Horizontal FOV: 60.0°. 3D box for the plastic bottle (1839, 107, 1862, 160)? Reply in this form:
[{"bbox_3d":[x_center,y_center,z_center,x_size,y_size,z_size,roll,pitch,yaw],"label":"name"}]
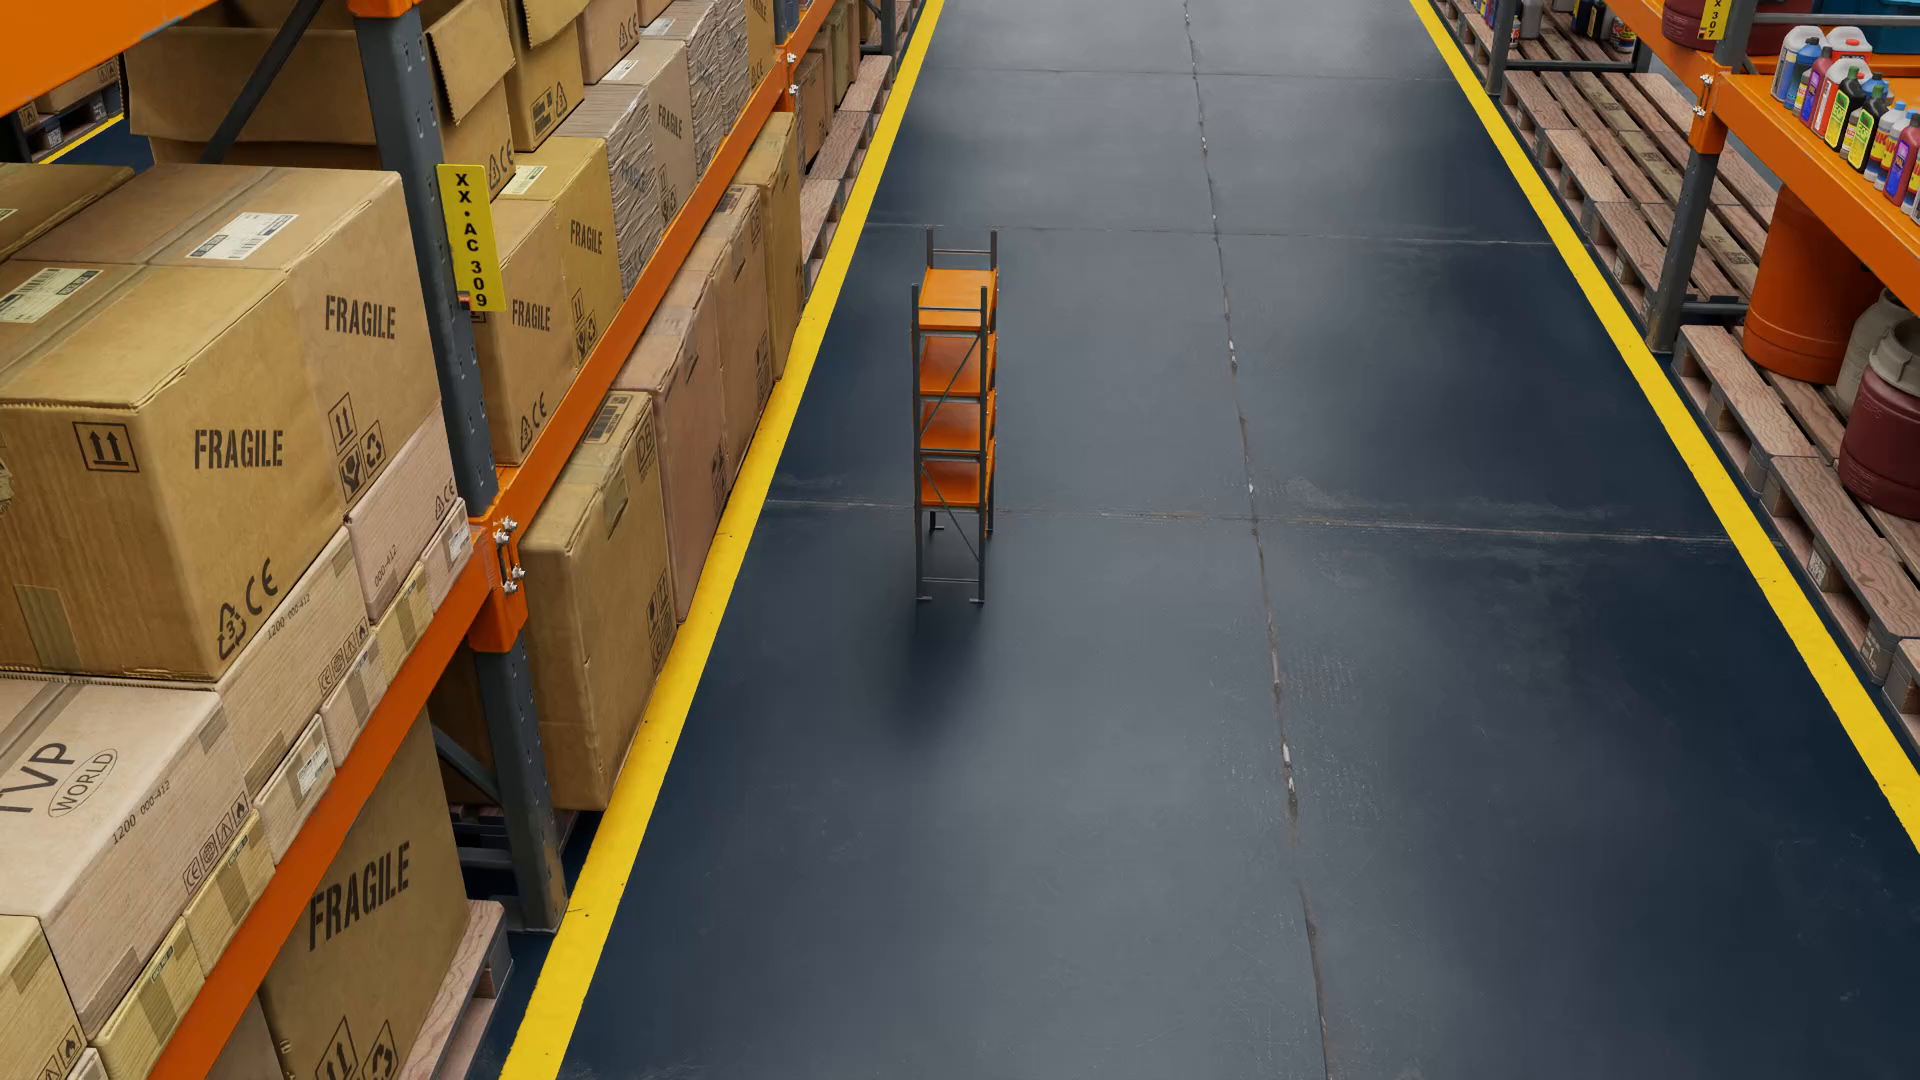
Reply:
[{"bbox_3d":[3.233,-1.469,5.963,0.097,0.201,0.097,0,32,0],"label":"plastic bottle"}]

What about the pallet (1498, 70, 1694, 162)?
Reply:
[{"bbox_3d":[3.976,-2.629,10.315,1.003,0.211,1.213,2,32,4],"label":"pallet"}]

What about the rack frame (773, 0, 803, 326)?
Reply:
[{"bbox_3d":[-1.261,-2.348,7.202,1.000,3.000,0.127,2,32,4],"label":"rack frame"}]

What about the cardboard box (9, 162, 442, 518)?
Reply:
[{"bbox_3d":[-1.358,-0.387,3.164,0.500,0.500,0.500,3,32,5],"label":"cardboard box"}]

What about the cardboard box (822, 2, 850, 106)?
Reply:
[{"bbox_3d":[-1.065,-2.994,10.213,0.700,0.500,0.500,2,32,4],"label":"cardboard box"}]

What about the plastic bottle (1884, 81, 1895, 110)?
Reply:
[{"bbox_3d":[3.406,-1.602,6.180,0.097,0.201,0.097,0,32,0],"label":"plastic bottle"}]

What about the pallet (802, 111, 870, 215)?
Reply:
[{"bbox_3d":[-1.094,-2.206,9.628,1.003,0.211,1.213,2,32,4],"label":"pallet"}]

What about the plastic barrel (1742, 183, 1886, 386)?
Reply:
[{"bbox_3d":[3.653,-1.135,6.901,0.600,0.830,0.708,2,32,4],"label":"plastic barrel"}]

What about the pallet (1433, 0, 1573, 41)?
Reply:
[{"bbox_3d":[4.194,-4.030,12.589,1.003,0.211,1.213,2,32,4],"label":"pallet"}]

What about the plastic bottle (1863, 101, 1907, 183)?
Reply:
[{"bbox_3d":[3.214,-1.378,5.749,0.097,0.271,0.097,0,32,0],"label":"plastic bottle"}]

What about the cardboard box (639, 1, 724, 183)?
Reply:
[{"bbox_3d":[-1.140,-1.590,5.876,0.500,0.500,0.500,1,32,2],"label":"cardboard box"}]

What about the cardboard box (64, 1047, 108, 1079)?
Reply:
[{"bbox_3d":[-1.411,0.829,2.286,0.380,0.149,0.250,3,32,5],"label":"cardboard box"}]

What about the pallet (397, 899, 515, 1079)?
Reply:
[{"bbox_3d":[-1.727,1.325,3.899,1.003,0.211,1.213,2,32,4],"label":"pallet"}]

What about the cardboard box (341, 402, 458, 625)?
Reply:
[{"bbox_3d":[-1.361,-0.077,3.376,0.500,0.250,0.500,2,32,3],"label":"cardboard box"}]

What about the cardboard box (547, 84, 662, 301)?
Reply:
[{"bbox_3d":[-1.219,-1.054,5.006,0.500,0.500,0.500,2,32,3],"label":"cardboard box"}]

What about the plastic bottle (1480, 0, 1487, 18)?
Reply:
[{"bbox_3d":[3.808,-3.906,11.835,0.144,0.351,0.185,2,32,4],"label":"plastic bottle"}]

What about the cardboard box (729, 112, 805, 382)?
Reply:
[{"bbox_3d":[-1.338,-1.263,7.065,1.225,0.875,0.875,1,32,2],"label":"cardboard box"}]

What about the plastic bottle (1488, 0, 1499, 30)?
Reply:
[{"bbox_3d":[3.782,-3.737,11.561,0.144,0.351,0.185,1,32,2],"label":"plastic bottle"}]

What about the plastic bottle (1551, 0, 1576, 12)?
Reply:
[{"bbox_3d":[4.381,-3.975,12.017,0.152,0.276,0.135,2,32,4],"label":"plastic bottle"}]

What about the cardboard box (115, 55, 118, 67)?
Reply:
[{"bbox_3d":[-5.832,-3.597,10.972,1.050,0.750,0.750,2,32,4],"label":"cardboard box"}]

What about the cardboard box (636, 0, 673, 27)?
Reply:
[{"bbox_3d":[-1.393,-2.096,5.740,0.797,0.503,0.637,3,32,5],"label":"cardboard box"}]

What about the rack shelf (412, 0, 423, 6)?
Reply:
[{"bbox_3d":[-1.424,-2.273,4.906,1.077,0.370,4.000,2,32,4],"label":"rack shelf"}]

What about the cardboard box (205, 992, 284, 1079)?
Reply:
[{"bbox_3d":[-1.794,1.281,2.937,0.875,0.875,0.875,2,32,4],"label":"cardboard box"}]

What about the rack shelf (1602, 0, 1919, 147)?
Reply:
[{"bbox_3d":[3.838,-2.876,8.744,1.077,0.370,4.000,2,32,4],"label":"rack shelf"}]

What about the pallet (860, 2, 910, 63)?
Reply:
[{"bbox_3d":[-0.916,-3.606,11.899,1.003,0.211,1.213,2,32,4],"label":"pallet"}]

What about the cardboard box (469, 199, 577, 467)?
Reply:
[{"bbox_3d":[-1.300,-0.529,4.154,0.500,0.500,0.500,3,32,4],"label":"cardboard box"}]

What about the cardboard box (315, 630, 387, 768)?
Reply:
[{"bbox_3d":[-1.327,0.292,3.156,0.380,0.149,0.250,2,32,3],"label":"cardboard box"}]

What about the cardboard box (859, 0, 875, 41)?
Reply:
[{"bbox_3d":[-0.863,-3.762,11.478,0.500,0.500,0.500,2,32,2],"label":"cardboard box"}]

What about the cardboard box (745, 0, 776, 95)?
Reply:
[{"bbox_3d":[-1.054,-2.122,6.739,0.500,0.500,0.500,3,32,5],"label":"cardboard box"}]

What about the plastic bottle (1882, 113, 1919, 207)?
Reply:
[{"bbox_3d":[3.178,-1.272,5.567,0.061,0.283,0.133,2,32,4],"label":"plastic bottle"}]

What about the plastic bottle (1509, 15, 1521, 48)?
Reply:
[{"bbox_3d":[3.720,-3.427,11.200,0.097,0.201,0.097,0,32,0],"label":"plastic bottle"}]

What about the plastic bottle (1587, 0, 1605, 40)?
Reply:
[{"bbox_3d":[4.357,-3.582,11.373,0.061,0.283,0.133,2,32,4],"label":"plastic bottle"}]

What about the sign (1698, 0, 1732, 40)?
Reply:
[{"bbox_3d":[3.127,-2.226,6.848,0.100,0.325,0.005,2,32,4],"label":"sign"}]

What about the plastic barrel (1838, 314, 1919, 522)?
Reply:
[{"bbox_3d":[3.561,-0.442,6.006,0.600,0.588,0.708,2,32,4],"label":"plastic barrel"}]

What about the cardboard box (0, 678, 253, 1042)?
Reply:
[{"bbox_3d":[-1.442,0.460,2.504,0.500,0.250,0.500,3,32,5],"label":"cardboard box"}]

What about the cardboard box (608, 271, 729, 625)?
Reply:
[{"bbox_3d":[-1.483,-0.334,5.558,1.225,0.875,0.875,1,32,2],"label":"cardboard box"}]

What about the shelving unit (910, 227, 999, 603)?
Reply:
[{"bbox_3d":[-0.013,-0.424,5.795,0.258,1.200,0.503,2,32,4],"label":"shelving unit"}]

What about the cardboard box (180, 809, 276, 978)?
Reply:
[{"bbox_3d":[-1.368,0.562,2.719,0.380,0.149,0.250,3,32,5],"label":"cardboard box"}]

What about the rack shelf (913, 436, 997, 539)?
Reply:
[{"bbox_3d":[-0.013,-0.198,5.934,0.258,0.148,0.480,2,32,4],"label":"rack shelf"}]

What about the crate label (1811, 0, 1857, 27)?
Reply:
[{"bbox_3d":[4.026,-2.660,7.673,0.502,0.435,0.616,2,32,4],"label":"crate label"}]

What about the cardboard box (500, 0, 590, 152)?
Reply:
[{"bbox_3d":[-1.476,-1.419,4.642,0.797,0.503,0.637,3,32,5],"label":"cardboard box"}]

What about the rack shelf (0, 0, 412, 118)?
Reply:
[{"bbox_3d":[-1.750,-0.182,1.512,1.077,0.370,4.000,2,32,4],"label":"rack shelf"}]

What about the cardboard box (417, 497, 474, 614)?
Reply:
[{"bbox_3d":[-1.285,0.024,3.592,0.380,0.149,0.250,3,32,4],"label":"cardboard box"}]

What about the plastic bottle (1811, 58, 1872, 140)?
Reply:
[{"bbox_3d":[3.280,-1.630,6.153,0.152,0.276,0.135,2,32,4],"label":"plastic bottle"}]

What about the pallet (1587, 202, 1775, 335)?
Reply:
[{"bbox_3d":[3.777,-1.353,8.244,1.003,0.211,1.213,2,32,4],"label":"pallet"}]

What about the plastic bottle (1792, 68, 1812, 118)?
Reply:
[{"bbox_3d":[3.273,-1.729,6.387,0.097,0.201,0.097,0,32,0],"label":"plastic bottle"}]

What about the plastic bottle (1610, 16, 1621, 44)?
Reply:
[{"bbox_3d":[4.480,-3.479,11.284,0.097,0.201,0.097,0,32,0],"label":"plastic bottle"}]

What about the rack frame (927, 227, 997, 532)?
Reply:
[{"bbox_3d":[0.006,-0.552,6.002,0.240,1.200,0.015,2,32,4],"label":"rack frame"}]

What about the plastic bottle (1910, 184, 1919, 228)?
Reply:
[{"bbox_3d":[3.205,-1.146,5.369,0.152,0.276,0.135,2,32,4],"label":"plastic bottle"}]

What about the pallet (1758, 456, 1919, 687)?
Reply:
[{"bbox_3d":[3.551,0.101,5.886,1.003,0.211,1.213,2,32,4],"label":"pallet"}]

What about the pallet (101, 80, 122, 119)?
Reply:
[{"bbox_3d":[-5.858,-3.111,11.097,1.003,0.211,1.213,2,32,4],"label":"pallet"}]

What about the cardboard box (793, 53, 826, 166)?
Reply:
[{"bbox_3d":[-1.155,-2.410,9.265,0.700,0.500,0.500,5,32,8],"label":"cardboard box"}]

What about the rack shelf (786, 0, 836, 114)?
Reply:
[{"bbox_3d":[-1.098,-3.088,9.087,1.077,0.370,4.000,2,32,4],"label":"rack shelf"}]

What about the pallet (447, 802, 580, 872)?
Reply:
[{"bbox_3d":[-1.599,0.524,5.199,1.003,0.211,1.213,2,32,4],"label":"pallet"}]

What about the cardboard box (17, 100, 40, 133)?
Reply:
[{"bbox_3d":[-5.989,-2.606,9.364,1.050,0.750,0.750,3,32,5],"label":"cardboard box"}]

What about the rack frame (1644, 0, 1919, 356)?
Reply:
[{"bbox_3d":[3.675,-2.137,6.858,1.000,3.000,0.127,2,32,4],"label":"rack frame"}]

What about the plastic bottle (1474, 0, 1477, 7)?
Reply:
[{"bbox_3d":[3.808,-3.990,12.114,0.097,0.201,0.097,0,32,0],"label":"plastic bottle"}]

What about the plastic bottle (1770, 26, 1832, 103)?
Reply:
[{"bbox_3d":[3.318,-1.872,6.546,0.152,0.276,0.135,2,32,4],"label":"plastic bottle"}]

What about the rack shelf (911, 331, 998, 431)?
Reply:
[{"bbox_3d":[-0.013,-0.557,5.713,0.258,0.148,0.480,2,32,4],"label":"rack shelf"}]

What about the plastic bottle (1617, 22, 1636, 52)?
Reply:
[{"bbox_3d":[4.464,-3.402,11.093,0.097,0.271,0.097,0,32,0],"label":"plastic bottle"}]
